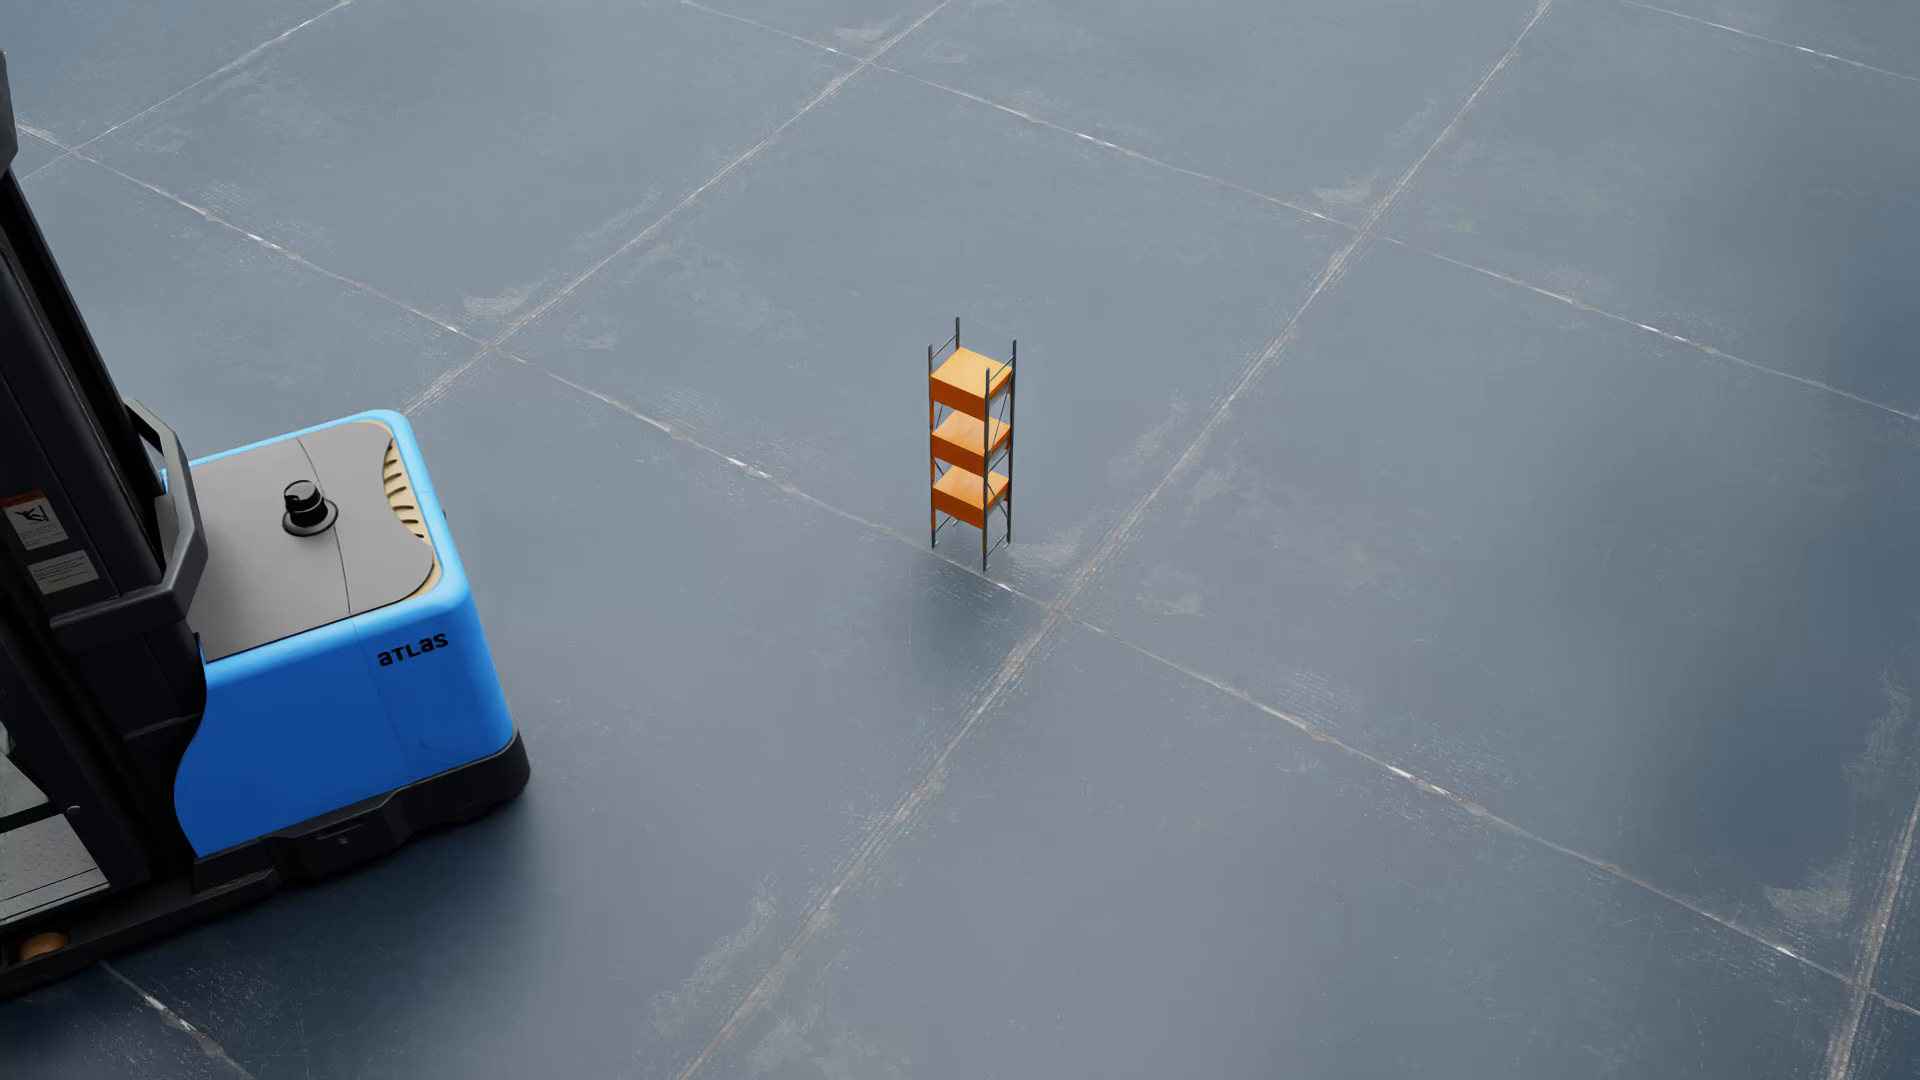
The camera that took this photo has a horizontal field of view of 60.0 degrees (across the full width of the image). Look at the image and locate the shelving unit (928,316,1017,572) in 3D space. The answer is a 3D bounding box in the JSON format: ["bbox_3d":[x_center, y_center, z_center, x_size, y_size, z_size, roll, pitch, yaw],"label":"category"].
[{"bbox_3d":[0.045,-0.345,6.353,0.252,1.050,0.215,25,51,22],"label":"shelving unit"}]

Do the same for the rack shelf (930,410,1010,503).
[{"bbox_3d":[0.045,-0.338,6.361,0.240,0.259,0.215,25,51,22],"label":"rack shelf"}]

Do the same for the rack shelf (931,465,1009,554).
[{"bbox_3d":[0.045,-0.144,6.560,0.240,0.259,0.215,25,51,22],"label":"rack shelf"}]

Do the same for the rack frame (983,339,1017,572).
[{"bbox_3d":[0.148,-0.298,6.307,0.008,1.050,0.200,25,51,22],"label":"rack frame"}]

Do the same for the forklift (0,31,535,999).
[{"bbox_3d":[-3.053,0.020,4.687,3.031,2.935,1.130,-19,49,-18],"label":"forklift"}]

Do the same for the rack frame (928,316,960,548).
[{"bbox_3d":[-0.058,-0.392,6.399,0.008,1.050,0.200,25,51,22],"label":"rack frame"}]

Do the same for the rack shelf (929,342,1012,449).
[{"bbox_3d":[0.045,-0.536,6.157,0.240,0.259,0.215,25,51,22],"label":"rack shelf"}]
